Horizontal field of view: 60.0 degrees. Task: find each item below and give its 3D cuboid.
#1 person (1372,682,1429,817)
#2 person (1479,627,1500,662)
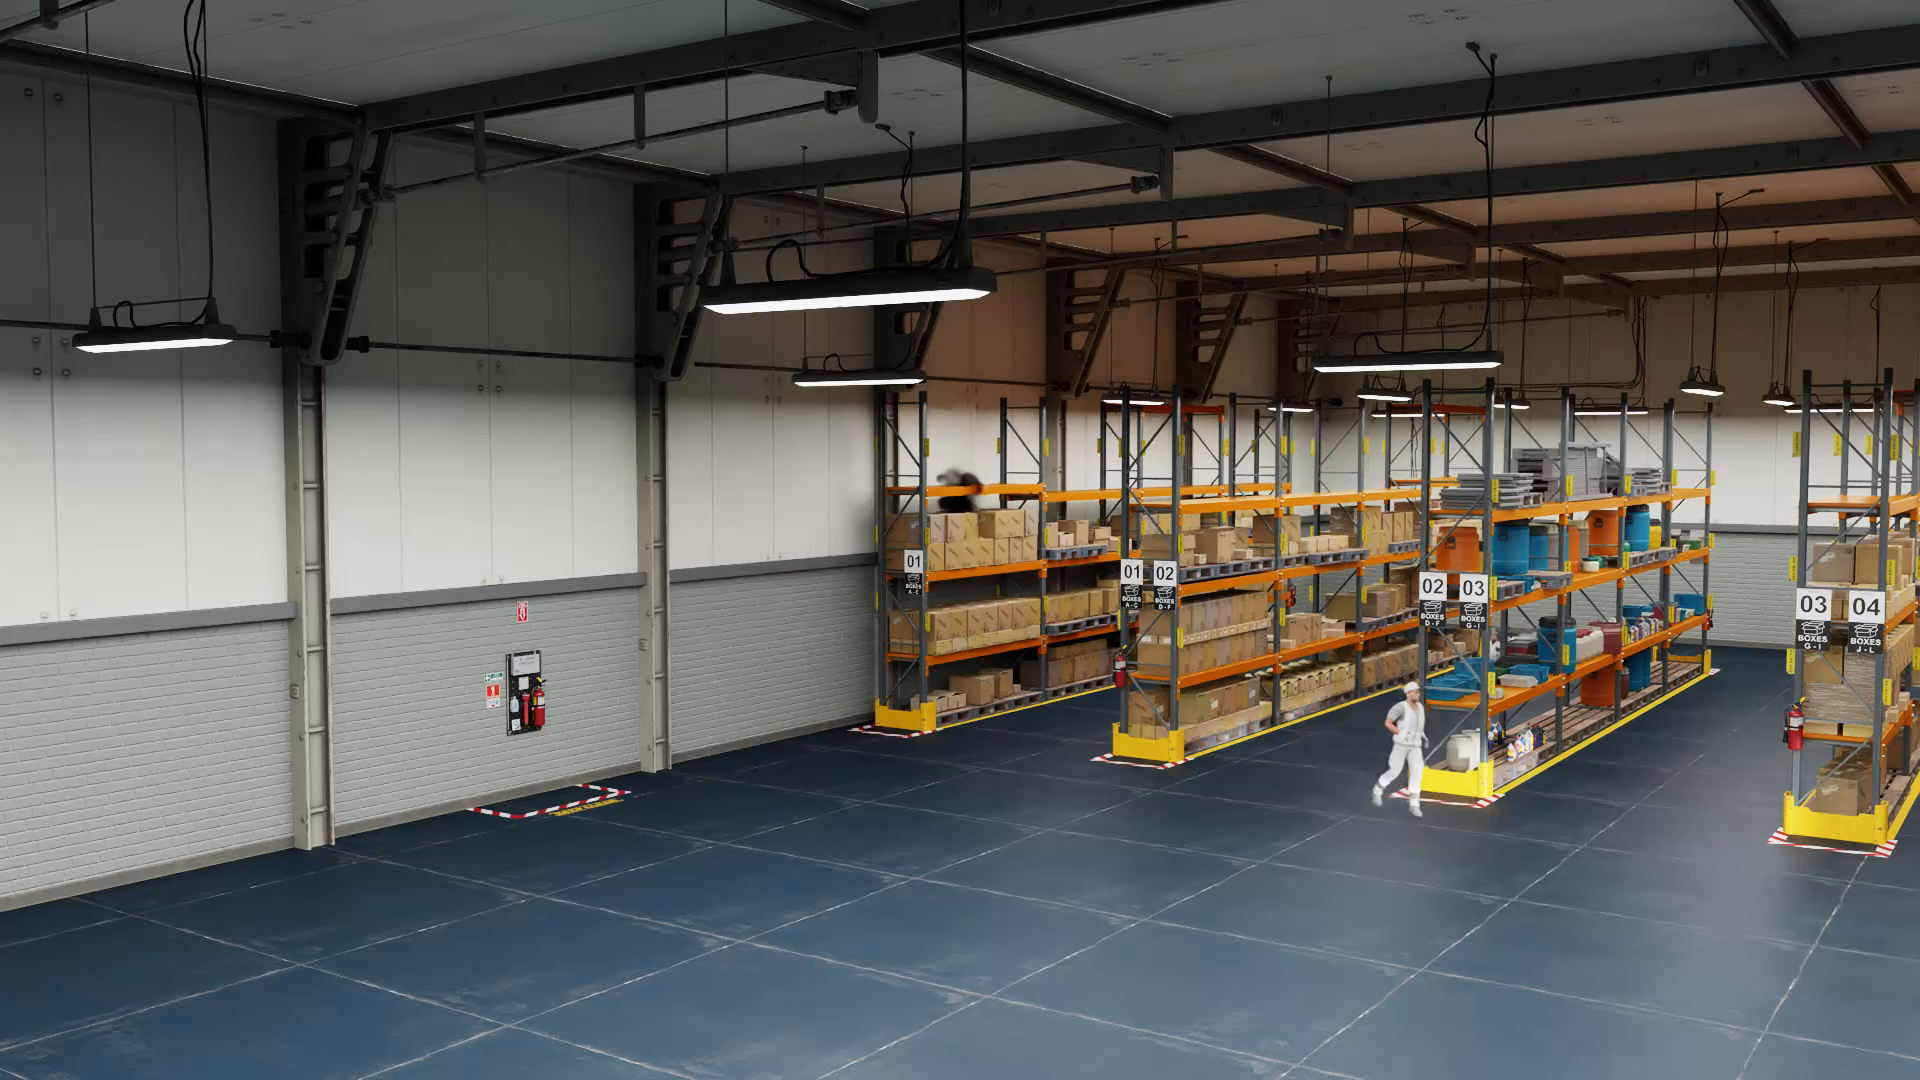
[{"bbox_3d":[6.167,2.834,22.815,0.714,1.768,0.964,-1,3,-20],"label":"person"},{"bbox_3d":[9.940,2.444,31.036,0.613,1.651,0.602,2,4,33],"label":"person"}]
